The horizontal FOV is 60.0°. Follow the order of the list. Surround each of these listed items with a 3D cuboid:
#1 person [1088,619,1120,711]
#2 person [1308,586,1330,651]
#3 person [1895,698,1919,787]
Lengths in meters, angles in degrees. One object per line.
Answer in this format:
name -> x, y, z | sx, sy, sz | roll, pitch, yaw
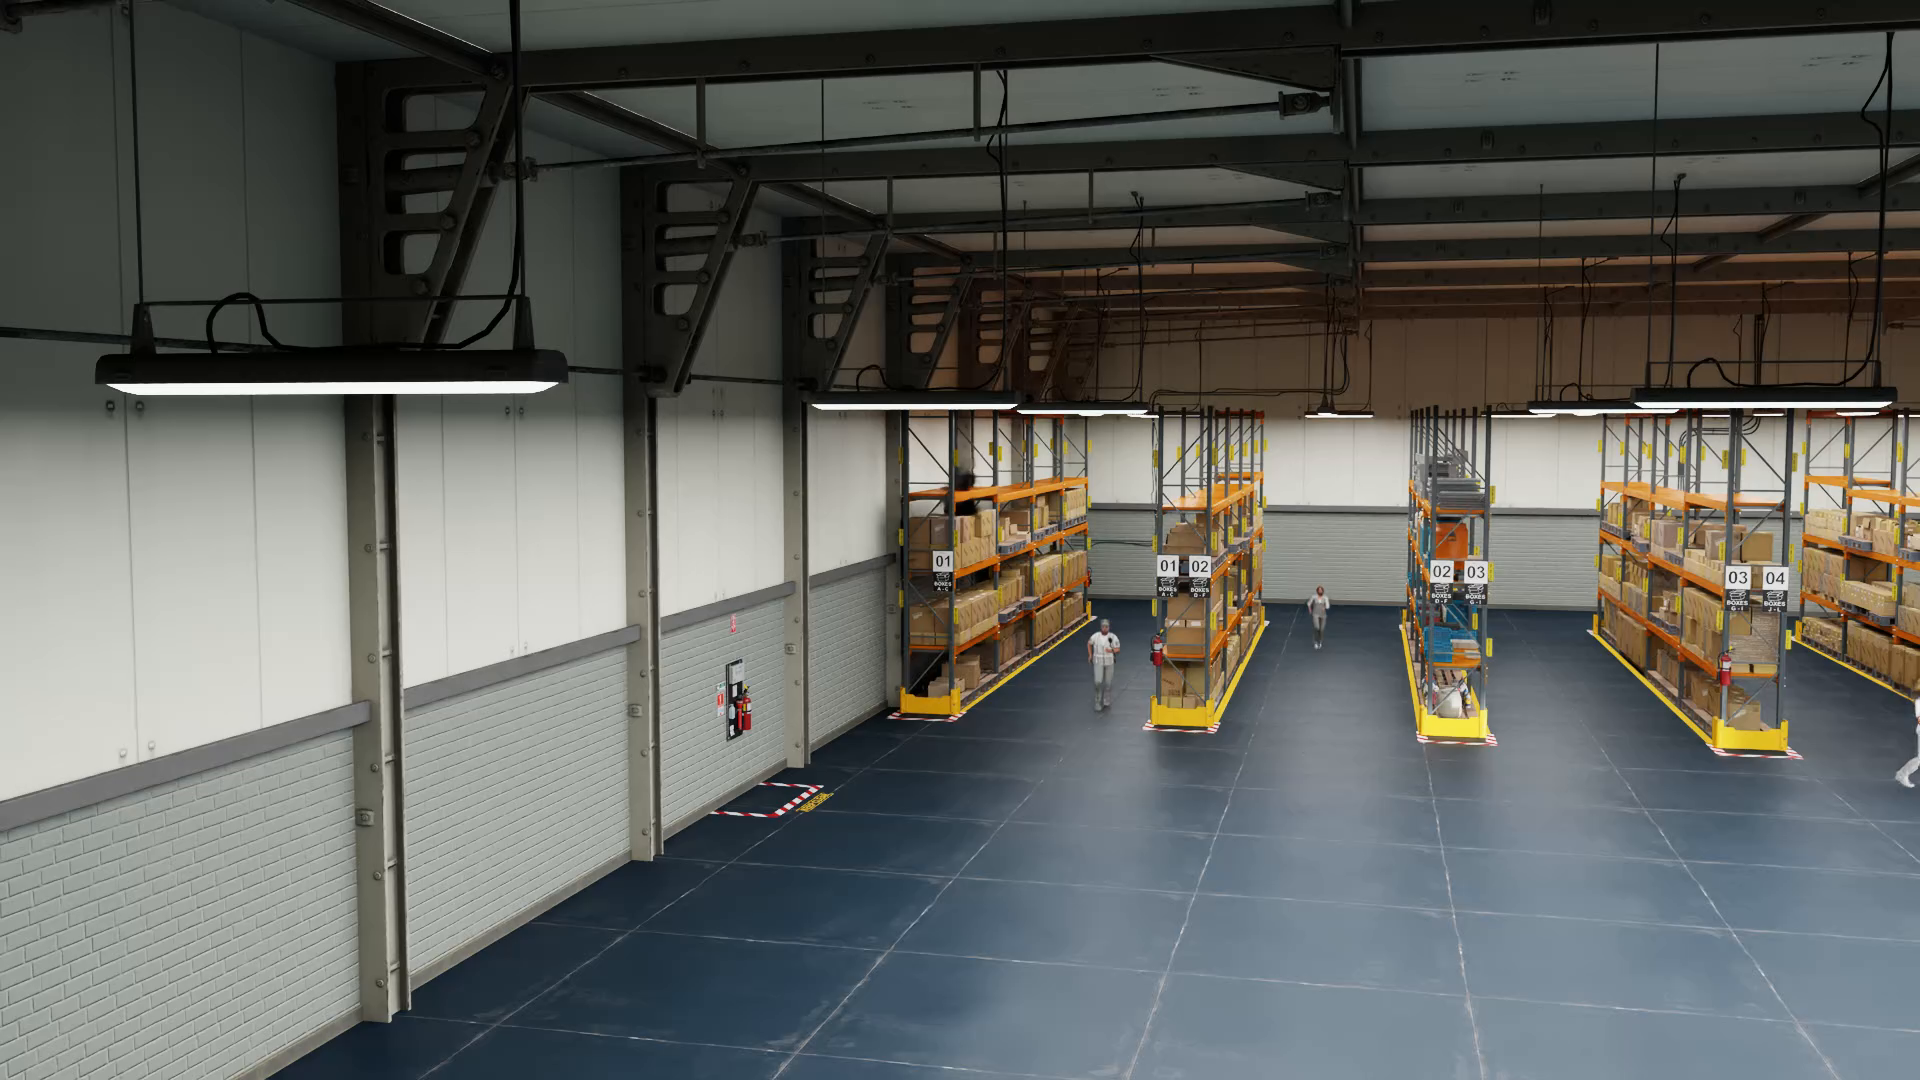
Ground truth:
person -> 2.855, 2.485, 32.992 | 0.631, 1.844, 0.768 | 0, 4, 2
person -> 8.959, 1.949, 41.486 | 0.503, 1.627, 0.691 | 0, 4, 1
person -> 14.946, 3.011, 25.561 | 0.706, 1.779, 0.944 | -3, 5, -35
